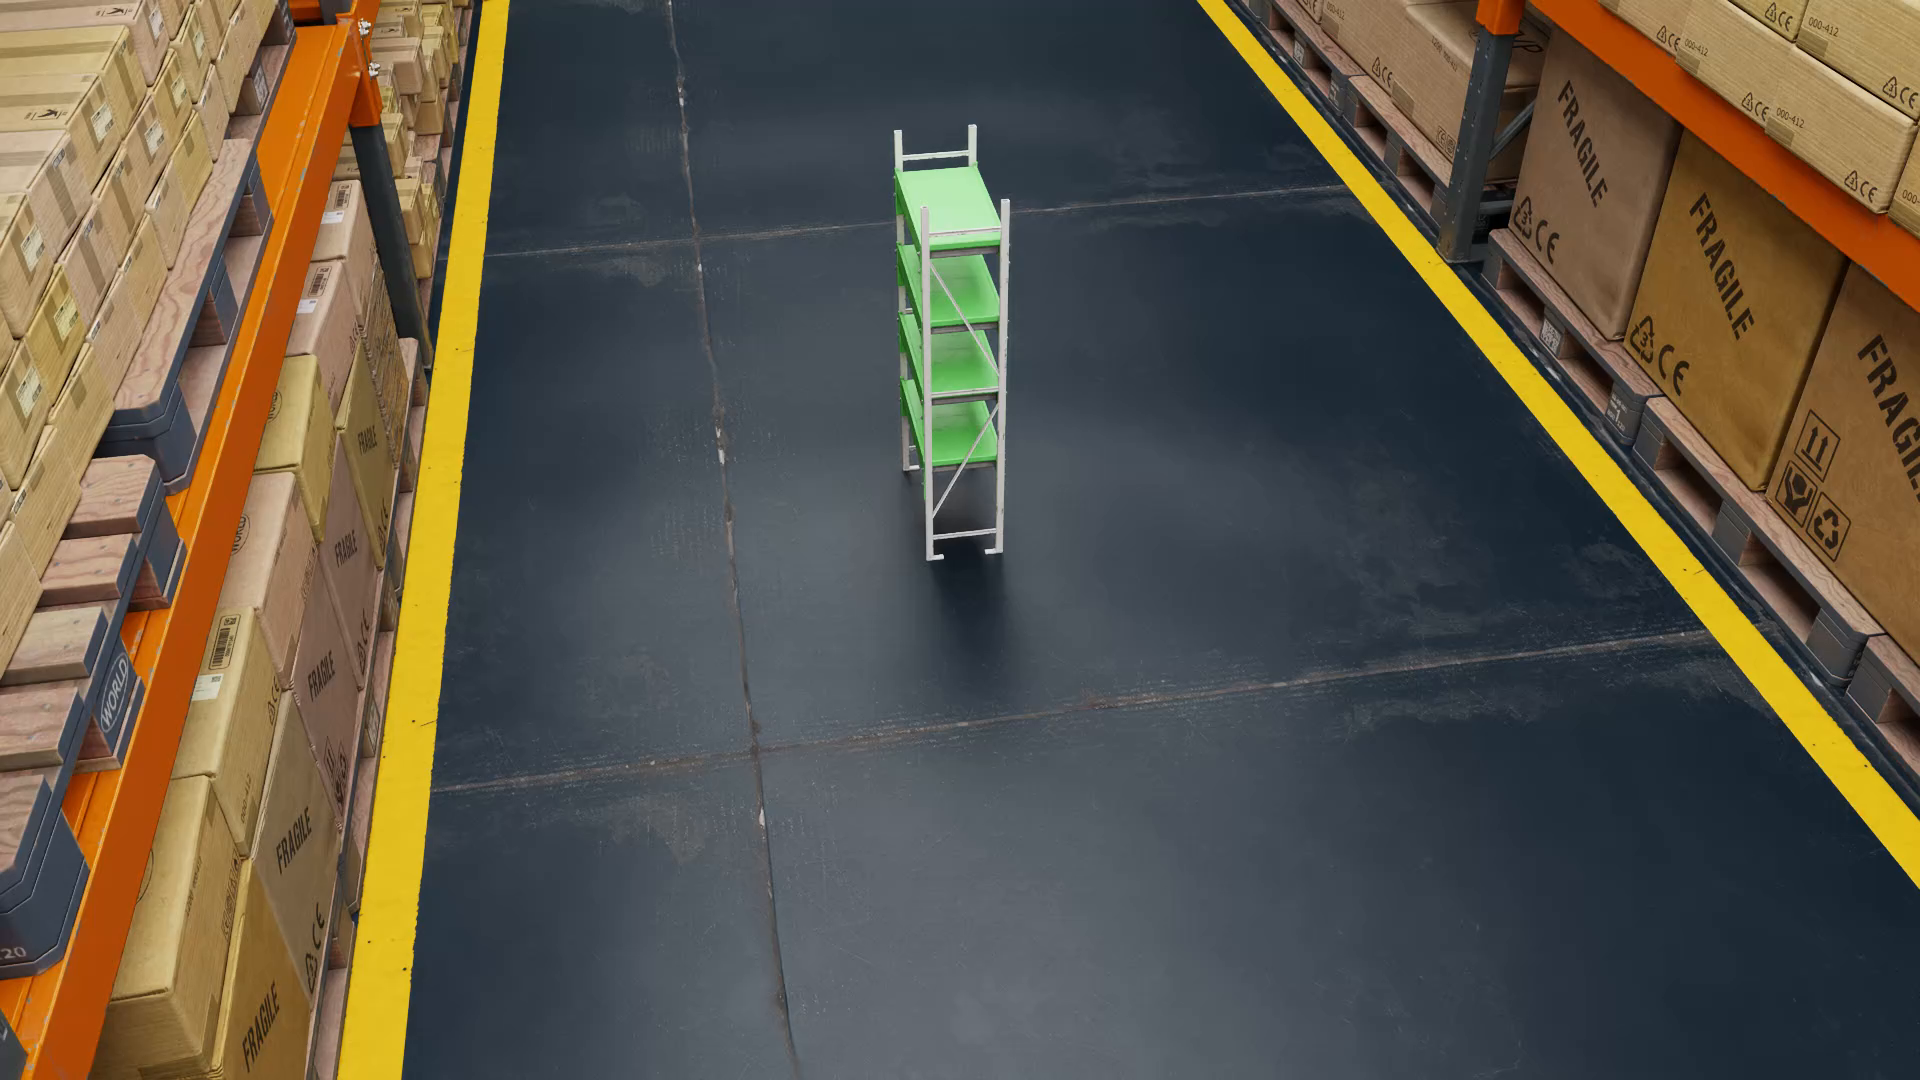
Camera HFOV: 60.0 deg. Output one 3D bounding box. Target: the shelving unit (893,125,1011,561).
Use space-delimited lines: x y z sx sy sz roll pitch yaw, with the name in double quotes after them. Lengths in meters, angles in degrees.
-0.029 -0.574 5.011 0.258 1.200 0.503 -6 38 -8 "shelving unit"

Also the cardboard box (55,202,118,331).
-1.794 -0.490 3.055 0.380 0.149 0.250 -6 38 -8 "cardboard box"

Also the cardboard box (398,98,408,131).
-2.425 -1.642 6.657 0.380 0.149 0.250 -8 39 -10 "cardboard box"

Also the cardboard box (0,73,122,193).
-1.842 -0.760 3.161 0.380 0.149 0.250 -5 38 -7 "cardboard box"

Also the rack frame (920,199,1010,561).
0.014 -0.426 4.821 0.240 1.200 0.015 -6 38 -8 "rack frame"

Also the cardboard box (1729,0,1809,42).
2.415 -1.597 4.575 0.500 0.250 0.500 -6 38 -7 "cardboard box"

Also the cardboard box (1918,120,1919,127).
2.597 -0.978 3.779 0.500 0.250 0.500 -7 38 -9 "cardboard box"

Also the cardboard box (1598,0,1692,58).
2.344 -1.708 5.126 0.500 0.250 0.500 -7 38 -9 "cardboard box"

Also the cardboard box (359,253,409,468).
-2.043 -0.540 5.195 0.500 0.500 0.500 -7 38 -9 "cardboard box"

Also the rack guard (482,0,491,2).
-3.109 -3.164 8.915 1.175 0.500 0.348 -6 38 -8 "rack guard"

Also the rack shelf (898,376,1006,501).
-0.029 -0.334 5.197 0.258 0.148 0.480 -6 38 -8 "rack shelf"

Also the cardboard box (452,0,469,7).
-2.680 -2.797 8.387 0.380 0.149 0.250 -5 38 -7 "cardboard box"

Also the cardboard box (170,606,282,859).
-1.691 0.412 3.359 0.500 0.250 0.500 -7 38 -9 "cardboard box"

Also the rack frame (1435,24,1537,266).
2.434 -2.374 5.861 1.000 3.000 0.127 -6 38 -8 "rack frame"

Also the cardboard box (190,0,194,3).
-2.021 -1.384 3.964 0.380 0.149 0.250 -6 38 -8 "cardboard box"

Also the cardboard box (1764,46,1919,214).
2.497 -1.094 4.336 0.500 0.250 0.500 -7 38 -9 "cardboard box"

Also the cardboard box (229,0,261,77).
-2.069 -1.321 4.368 0.380 0.149 0.250 -6 38 -8 "cardboard box"

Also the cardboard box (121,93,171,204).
-1.885 -0.803 3.458 0.380 0.149 0.250 -5 38 -6 "cardboard box"

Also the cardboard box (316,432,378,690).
-1.868 0.081 4.396 0.500 0.500 0.500 -7 38 -9 "cardboard box"

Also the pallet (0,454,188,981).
-1.950 0.292 2.586 1.213 0.211 1.003 -6 38 -8 "pallet"

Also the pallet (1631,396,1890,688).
2.861 -0.077 5.177 1.003 0.211 1.213 -6 38 -8 "pallet"

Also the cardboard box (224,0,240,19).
-2.069 -1.437 4.274 0.380 0.149 0.250 -5 38 -6 "cardboard box"

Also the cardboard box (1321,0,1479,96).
2.273 -2.460 7.717 0.875 0.438 0.875 -7 38 -9 "cardboard box"

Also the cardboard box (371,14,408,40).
-2.522 -2.080 6.978 0.380 0.149 0.250 -8 39 -10 "cardboard box"

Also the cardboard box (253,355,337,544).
-1.858 -0.203 4.151 0.500 0.250 0.500 -8 39 -10 "cardboard box"

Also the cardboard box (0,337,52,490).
-1.707 -0.187 2.666 0.380 0.149 0.250 -7 38 -9 "cardboard box"

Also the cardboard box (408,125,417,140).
-2.485 -1.687 6.958 0.380 0.149 0.250 -8 39 -10 "cardboard box"

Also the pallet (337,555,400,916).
-2.066 0.529 4.397 1.003 0.211 1.213 -6 38 -8 "pallet"

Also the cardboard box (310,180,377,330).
-2.042 -0.833 4.961 0.500 0.250 0.500 -7 38 -9 "cardboard box"

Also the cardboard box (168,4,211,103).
-1.972 -1.115 3.860 0.380 0.149 0.250 -8 39 -10 "cardboard box"

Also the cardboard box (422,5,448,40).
-2.526 -2.284 7.484 0.380 0.149 0.250 -4 38 -6 "cardboard box"

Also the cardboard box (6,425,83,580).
-1.694 -0.048 2.730 0.380 0.149 0.250 -4 38 -6 "cardboard box"

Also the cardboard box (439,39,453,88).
-2.528 -2.166 7.574 0.380 0.149 0.250 -6 38 -7 "cardboard box"

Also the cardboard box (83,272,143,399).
-1.792 -0.372 3.146 0.380 0.149 0.250 -5 38 -6 "cardboard box"

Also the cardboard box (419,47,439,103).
-2.432 -1.969 7.079 0.380 0.149 0.250 -7 38 -8 "cardboard box"

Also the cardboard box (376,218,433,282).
-2.169 -1.075 6.171 0.380 0.149 0.250 -8 39 -10 "cardboard box"

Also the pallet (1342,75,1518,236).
2.378 -1.741 7.319 1.003 0.211 1.213 -6 38 -8 "pallet"

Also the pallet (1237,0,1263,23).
1.950 -3.214 9.216 1.003 0.211 1.213 -6 38 -8 "pallet"

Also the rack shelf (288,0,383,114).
-2.772 -2.705 6.873 1.077 0.370 4.000 -6 38 -8 "rack shelf"

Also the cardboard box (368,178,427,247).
-2.170 -1.192 6.078 0.380 0.149 0.250 -5 38 -6 "cardboard box"

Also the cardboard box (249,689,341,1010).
-1.684 0.699 3.601 0.500 0.500 0.500 -6 38 -7 "cardboard box"

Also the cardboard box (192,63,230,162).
-1.971 -1.002 3.958 0.380 0.149 0.250 -8 39 -10 "cardboard box"

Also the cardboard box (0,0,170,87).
-1.931 -1.074 3.564 0.380 0.149 0.250 -8 39 -10 "cardboard box"

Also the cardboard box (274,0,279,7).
-2.157 -1.629 4.764 0.380 0.149 0.250 -7 38 -9 "cardboard box"

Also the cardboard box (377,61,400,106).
-2.429 -1.761 6.569 0.380 0.149 0.250 -7 38 -9 "cardboard box"

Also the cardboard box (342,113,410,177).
-2.268 -1.459 6.179 0.380 0.149 0.250 -4 38 -6 "cardboard box"

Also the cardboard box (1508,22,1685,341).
2.622 -1.335 5.913 0.875 0.875 0.875 -5 38 -7 "cardboard box"

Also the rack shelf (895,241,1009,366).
-0.029 -0.713 4.903 0.258 0.148 0.480 -6 38 -8 "rack shelf"

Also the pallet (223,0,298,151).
-2.430 -1.228 4.542 1.003 0.211 1.213 -6 38 -8 "pallet"

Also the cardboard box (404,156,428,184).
-2.310 -1.381 6.564 0.380 0.149 0.250 -6 38 -8 "cardboard box"

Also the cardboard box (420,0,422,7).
-2.600 -2.388 7.375 0.380 0.149 0.250 -7 38 -9 "cardboard box"

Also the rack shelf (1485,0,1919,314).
2.785 -0.882 4.527 1.077 0.370 4.000 -6 38 -8 "rack shelf"

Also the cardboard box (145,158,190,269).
-1.878 -0.681 3.544 0.380 0.149 0.250 -7 38 -9 "cardboard box"

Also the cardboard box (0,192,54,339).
-1.744 -0.437 2.745 0.380 0.149 0.250 -8 39 -10 "cardboard box"

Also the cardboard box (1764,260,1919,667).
2.944 -0.250 4.517 0.875 0.875 0.875 -6 38 -7 "cardboard box"

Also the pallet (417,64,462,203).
-2.791 -1.820 7.420 1.003 0.211 1.213 -6 38 -8 "pallet"
